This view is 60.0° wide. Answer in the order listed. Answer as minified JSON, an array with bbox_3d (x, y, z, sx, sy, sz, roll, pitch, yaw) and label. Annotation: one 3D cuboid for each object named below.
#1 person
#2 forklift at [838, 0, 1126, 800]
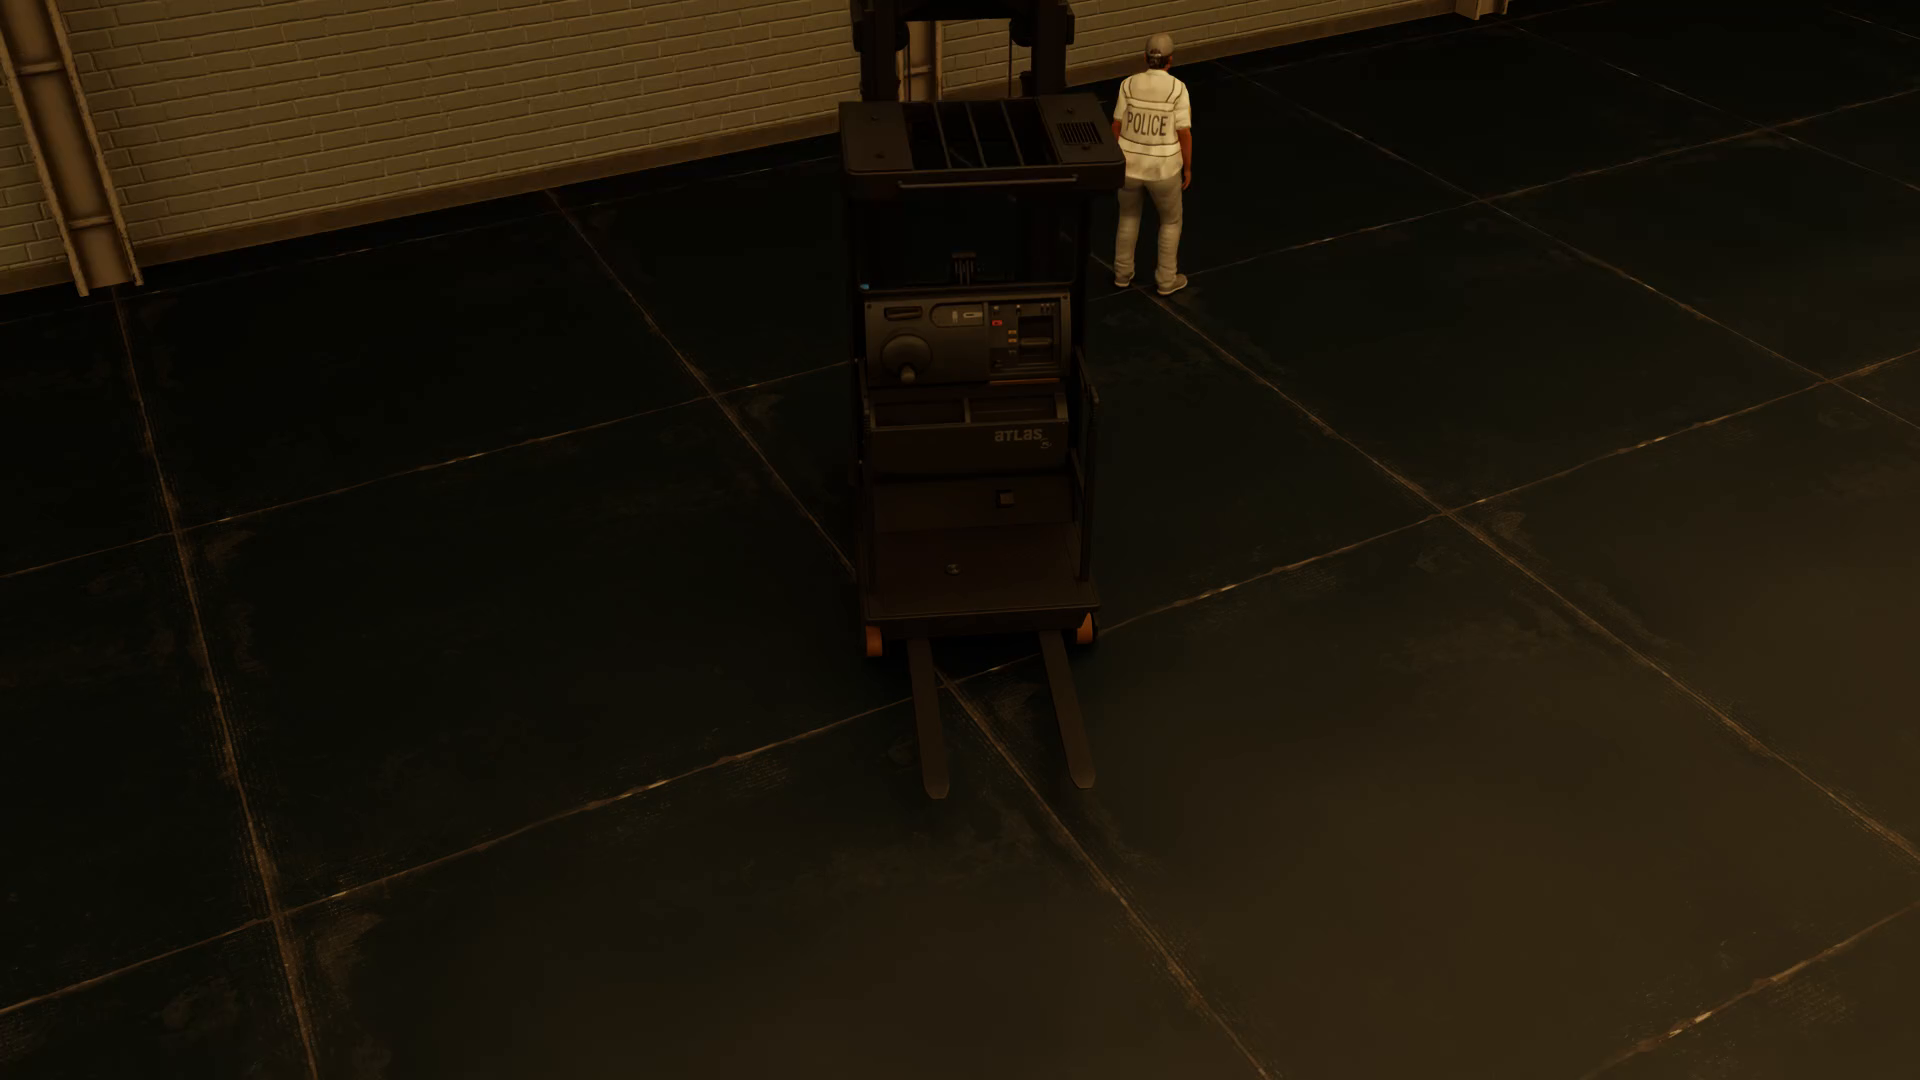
[{"bbox_3d":[1.226,-2.379,10.590,0.538,1.666,0.467,13,37,18],"label":"person"},{"bbox_3d":[0.061,-0.846,7.320,1.130,2.935,3.031,-3,35,-5],"label":"forklift"}]
